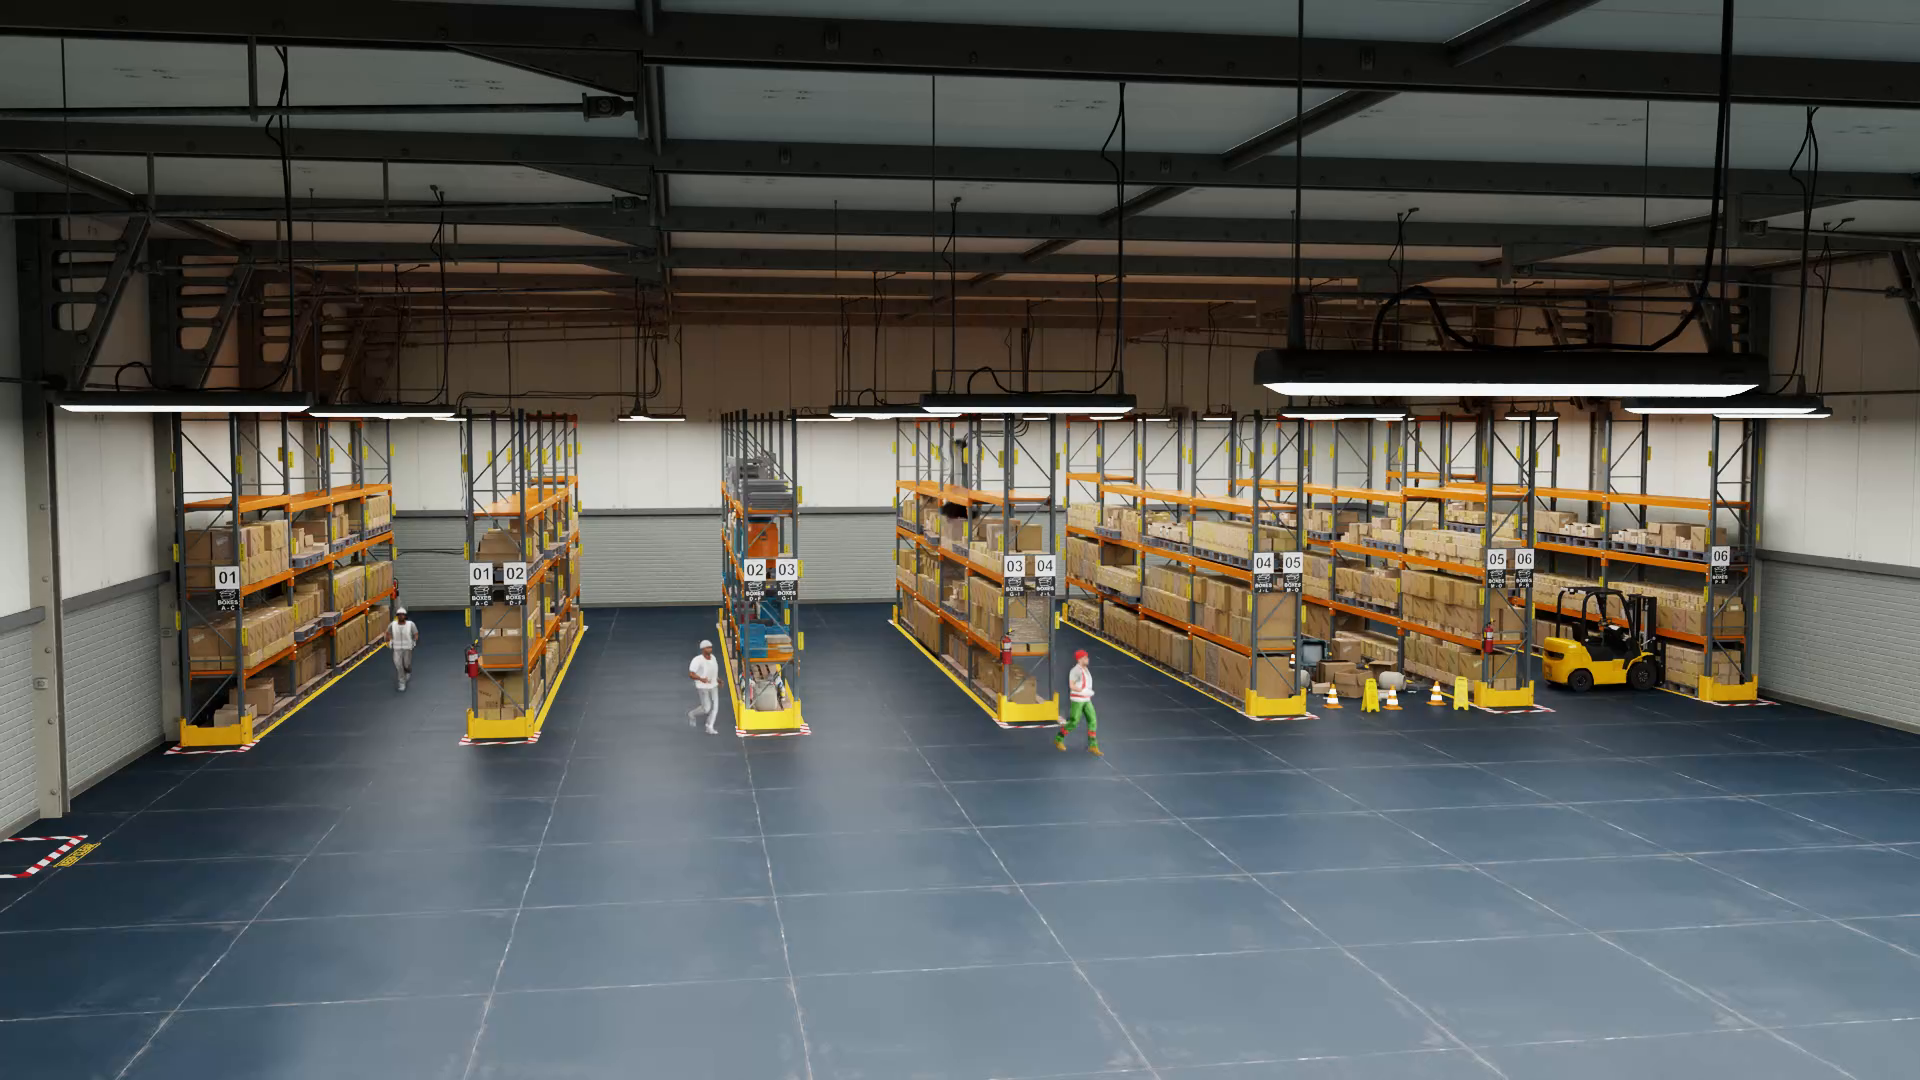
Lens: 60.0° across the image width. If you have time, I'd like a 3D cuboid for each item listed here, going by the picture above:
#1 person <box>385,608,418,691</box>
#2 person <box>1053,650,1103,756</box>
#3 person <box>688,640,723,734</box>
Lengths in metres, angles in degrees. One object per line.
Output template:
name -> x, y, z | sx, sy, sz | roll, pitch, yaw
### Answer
person -> -12.057, 2.352, 35.934 | 0.681, 1.759, 0.778 | -1, 4, -15
person -> 2.102, 2.808, 28.853 | 0.945, 1.800, 0.698 | 3, 5, 34
person -> -4.719, 2.712, 30.776 | 0.687, 1.728, 0.699 | 3, 5, 39
